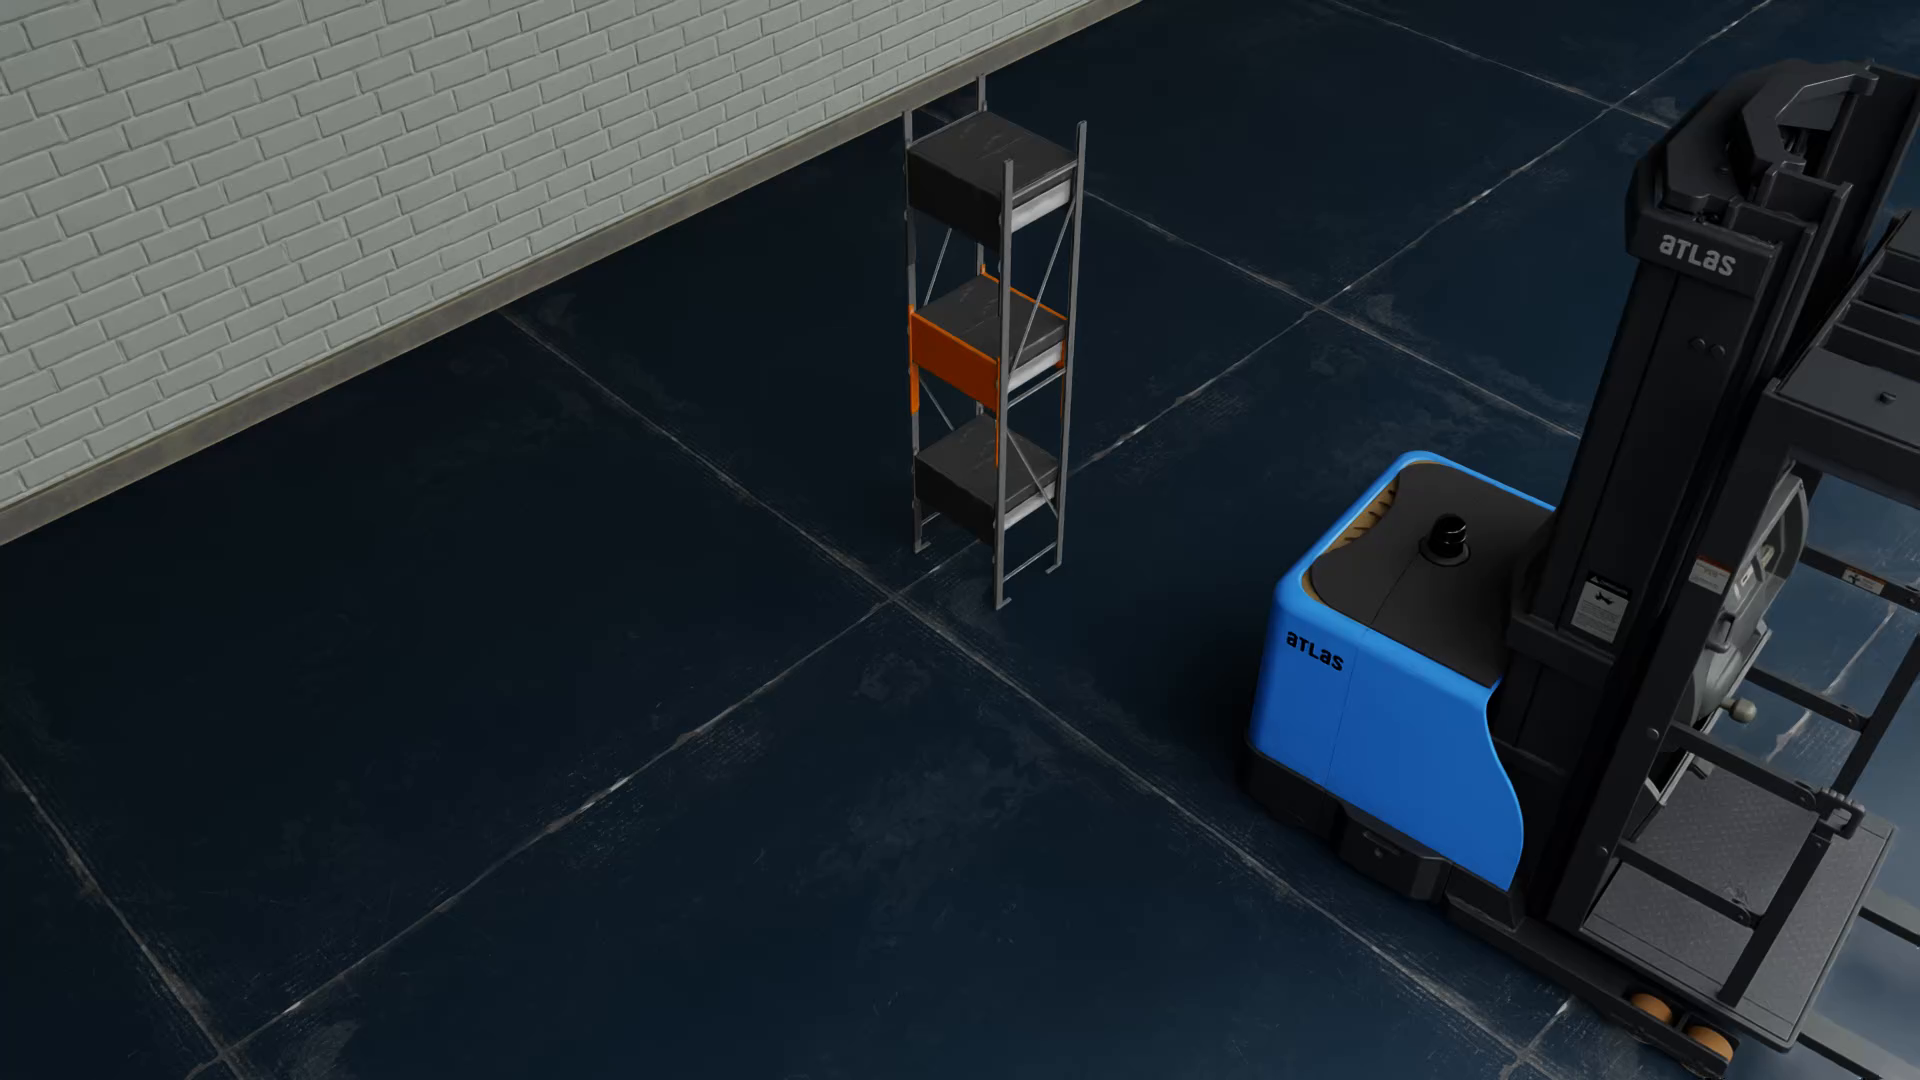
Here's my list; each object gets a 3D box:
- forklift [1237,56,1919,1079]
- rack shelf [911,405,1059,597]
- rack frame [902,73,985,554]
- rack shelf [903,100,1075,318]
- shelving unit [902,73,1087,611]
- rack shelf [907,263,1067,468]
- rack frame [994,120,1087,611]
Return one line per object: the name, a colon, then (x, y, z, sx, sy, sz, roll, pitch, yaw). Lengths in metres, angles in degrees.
forklift: (2.492, 0.246, 4.824, 3.031, 2.935, 1.130, 29, 50, 28)
rack shelf: (0.117, -0.167, 6.936, 0.431, 0.518, 0.480, -34, 53, -31)
rack frame: (-0.055, -0.809, 6.578, 0.400, 2.100, 0.015, -34, 53, -31)
rack shelf: (0.117, -1.196, 5.986, 0.431, 0.518, 0.480, -34, 53, -31)
shelving unit: (0.117, -0.692, 6.451, 0.431, 2.100, 0.503, -34, 53, -31)
rack shelf: (0.117, -0.682, 6.461, 0.431, 0.518, 0.480, -34, 53, -31)
rack frame: (0.289, -0.574, 6.324, 0.400, 2.100, 0.015, -34, 53, -31)
